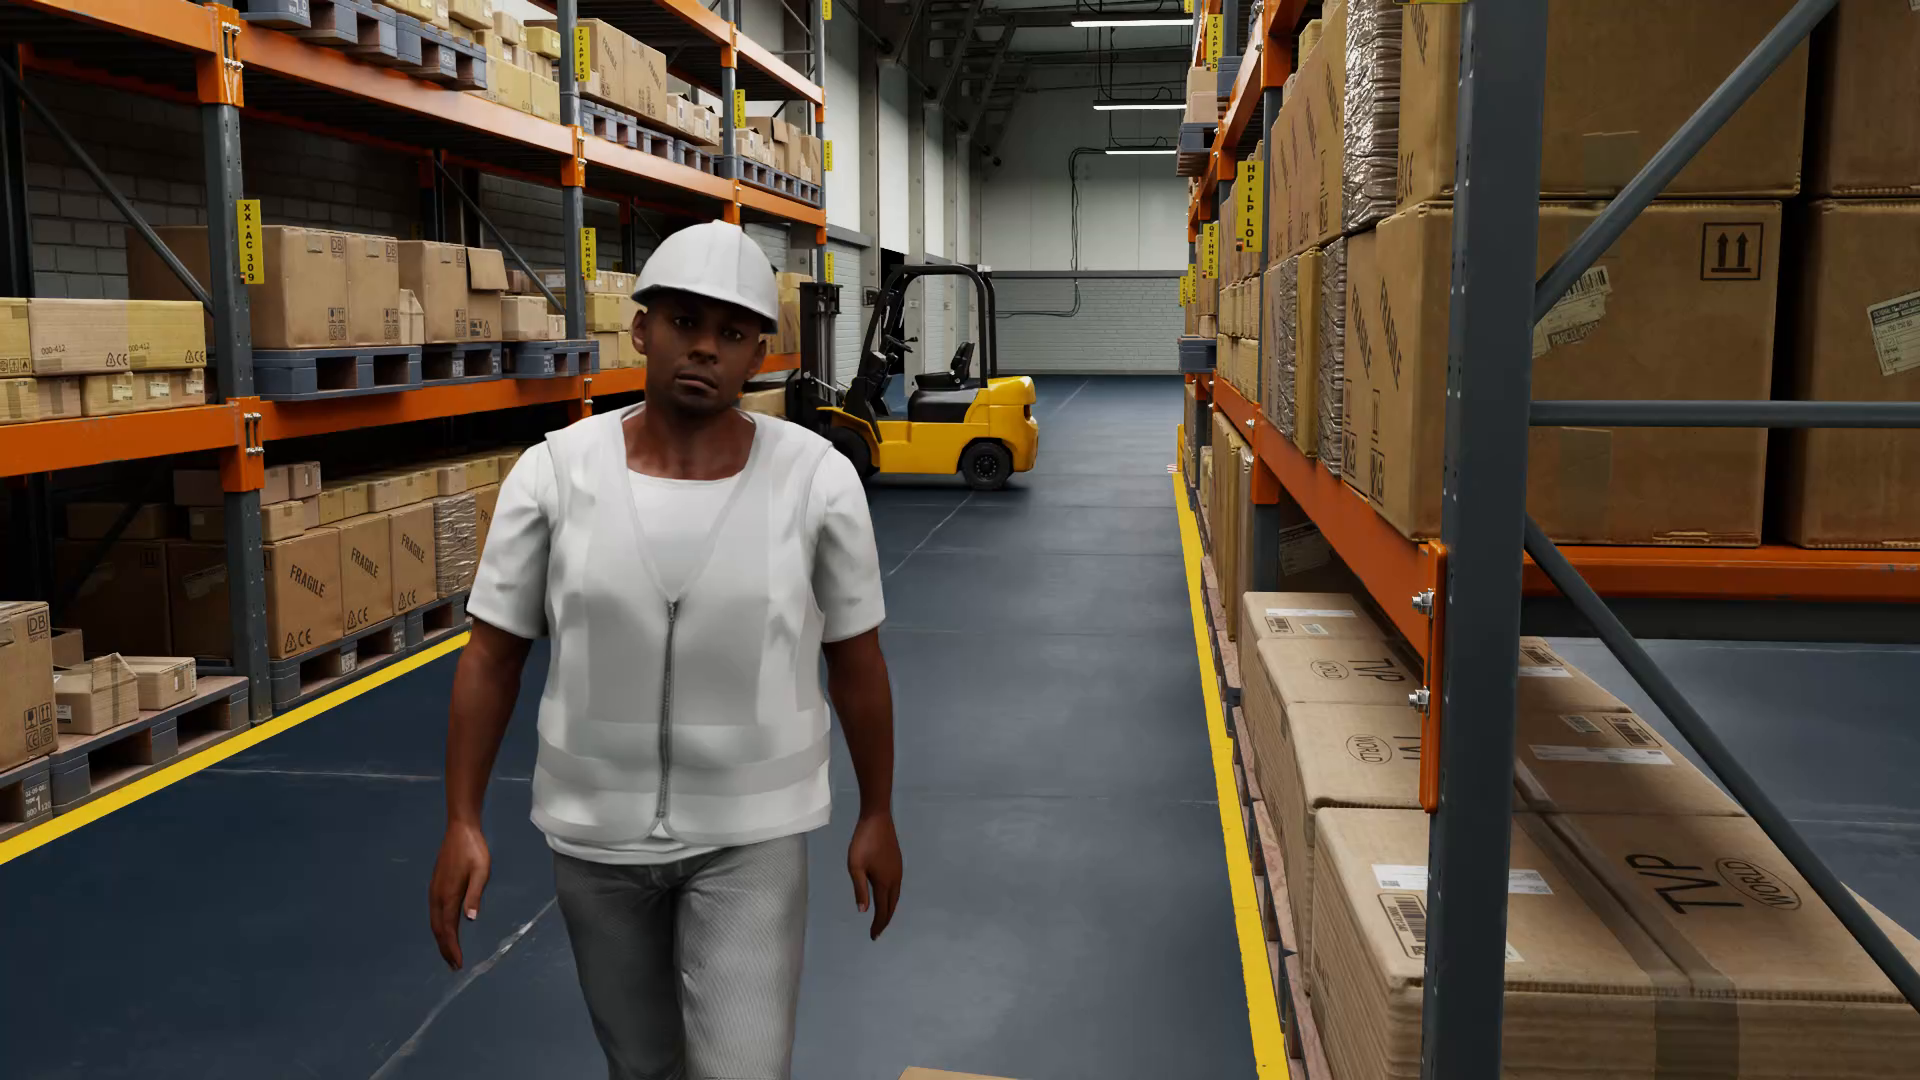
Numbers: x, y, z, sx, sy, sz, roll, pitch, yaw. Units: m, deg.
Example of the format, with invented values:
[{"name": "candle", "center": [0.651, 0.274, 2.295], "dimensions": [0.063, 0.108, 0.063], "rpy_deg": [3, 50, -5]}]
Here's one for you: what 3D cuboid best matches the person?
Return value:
[{"name": "person", "center": [-0.412, 0.454, 2.368], "dimensions": [0.645, 1.796, 0.779], "rpy_deg": [0, 8, 1]}]
